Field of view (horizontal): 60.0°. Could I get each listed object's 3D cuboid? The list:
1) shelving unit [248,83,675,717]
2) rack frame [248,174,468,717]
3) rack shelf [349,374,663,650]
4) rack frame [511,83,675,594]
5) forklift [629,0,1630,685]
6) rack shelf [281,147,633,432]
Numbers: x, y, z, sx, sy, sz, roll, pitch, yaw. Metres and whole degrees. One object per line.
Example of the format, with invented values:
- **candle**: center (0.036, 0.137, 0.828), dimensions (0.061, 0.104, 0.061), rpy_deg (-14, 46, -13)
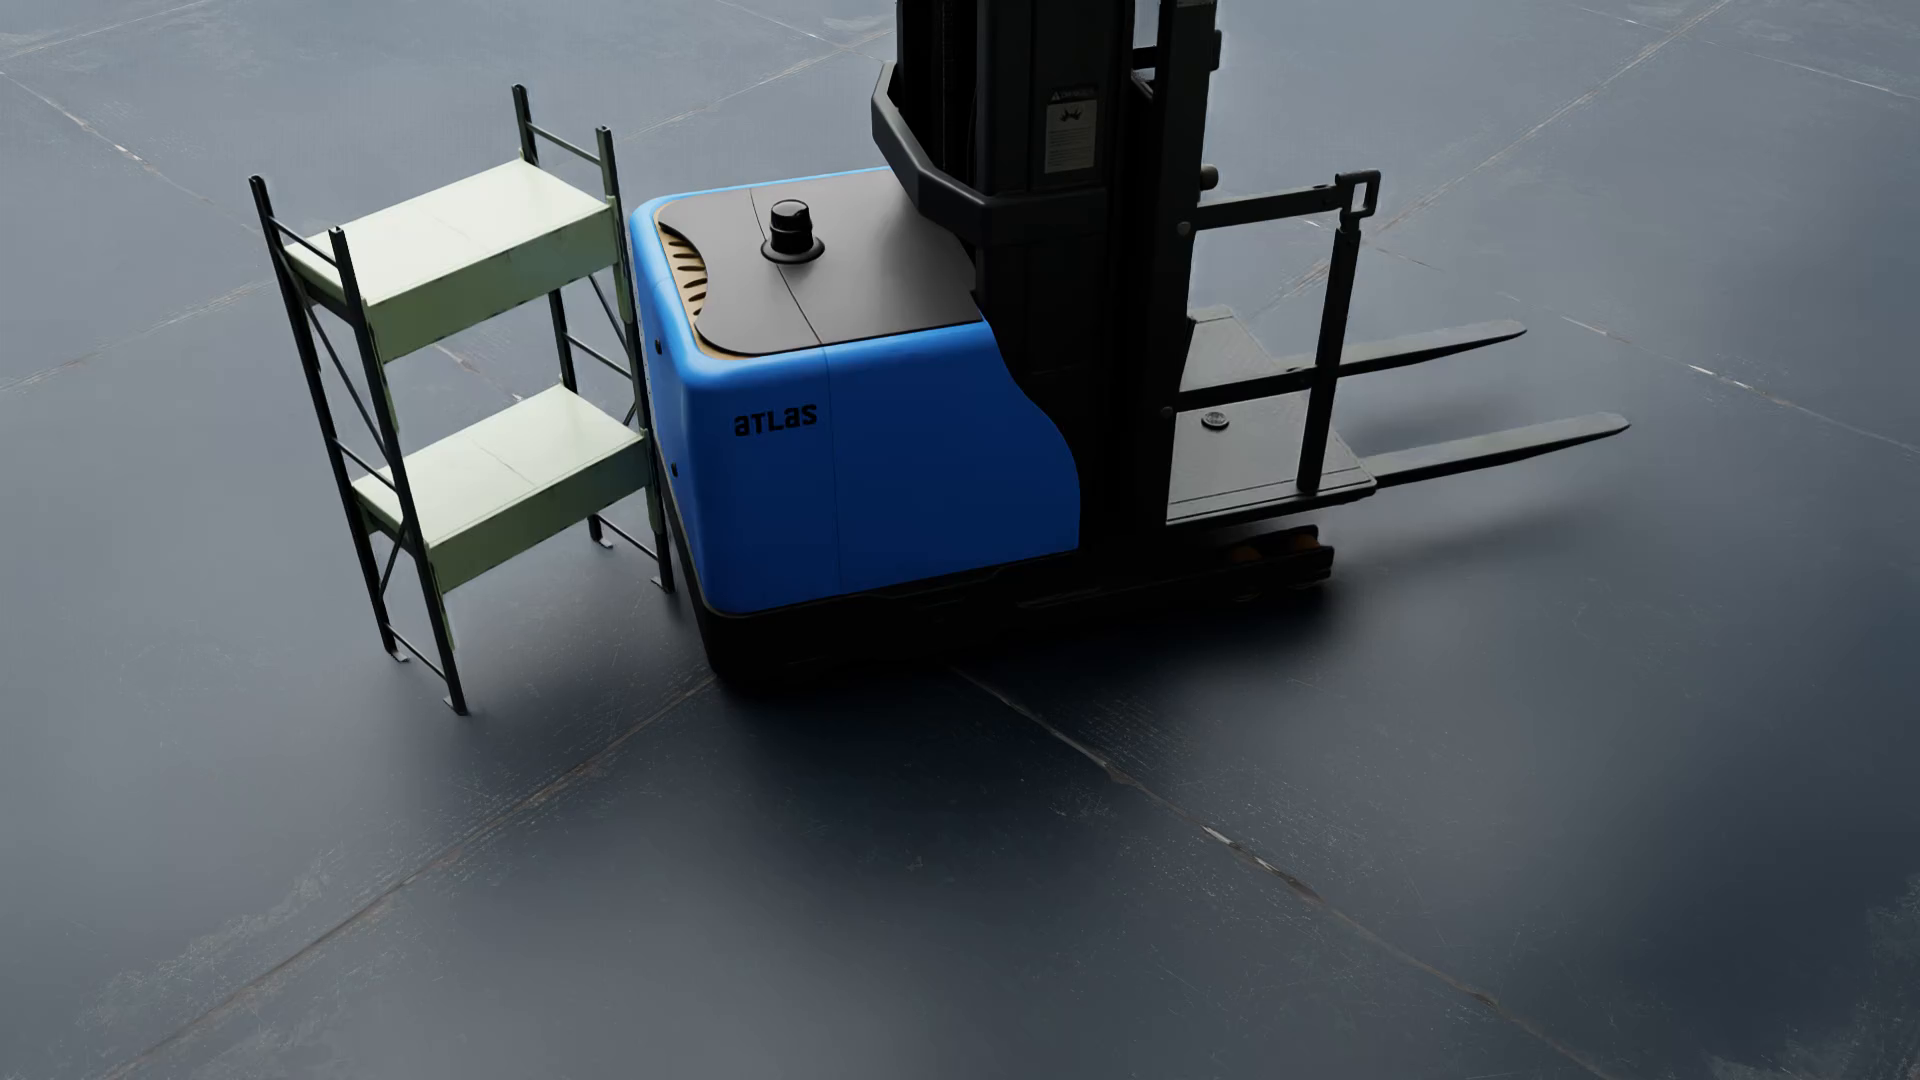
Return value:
- **shelving unit**: center (-1.271, -0.350, 4.485), dimensions (0.431, 1.500, 0.755), rpy_deg (31, 48, 33)
- **rack frame**: center (-1.525, -0.186, 4.279), dimensions (0.400, 1.500, 0.023), rpy_deg (31, 48, 33)
- **rack shelf**: center (-1.271, -0.095, 4.688), dimensions (0.431, 0.370, 0.720), rpy_deg (31, 48, 33)
- **rack frame**: center (-1.017, -0.514, 4.691), dimensions (0.400, 1.500, 0.023), rpy_deg (31, 48, 33)
- **forklift**: center (0.619, -1.265, 4.486), dimensions (3.031, 2.935, 1.130), rpy_deg (-11, 40, -13)
- **rack shelf**: center (-1.271, -0.655, 4.242), dimensions (0.431, 0.370, 0.720), rpy_deg (31, 48, 33)
